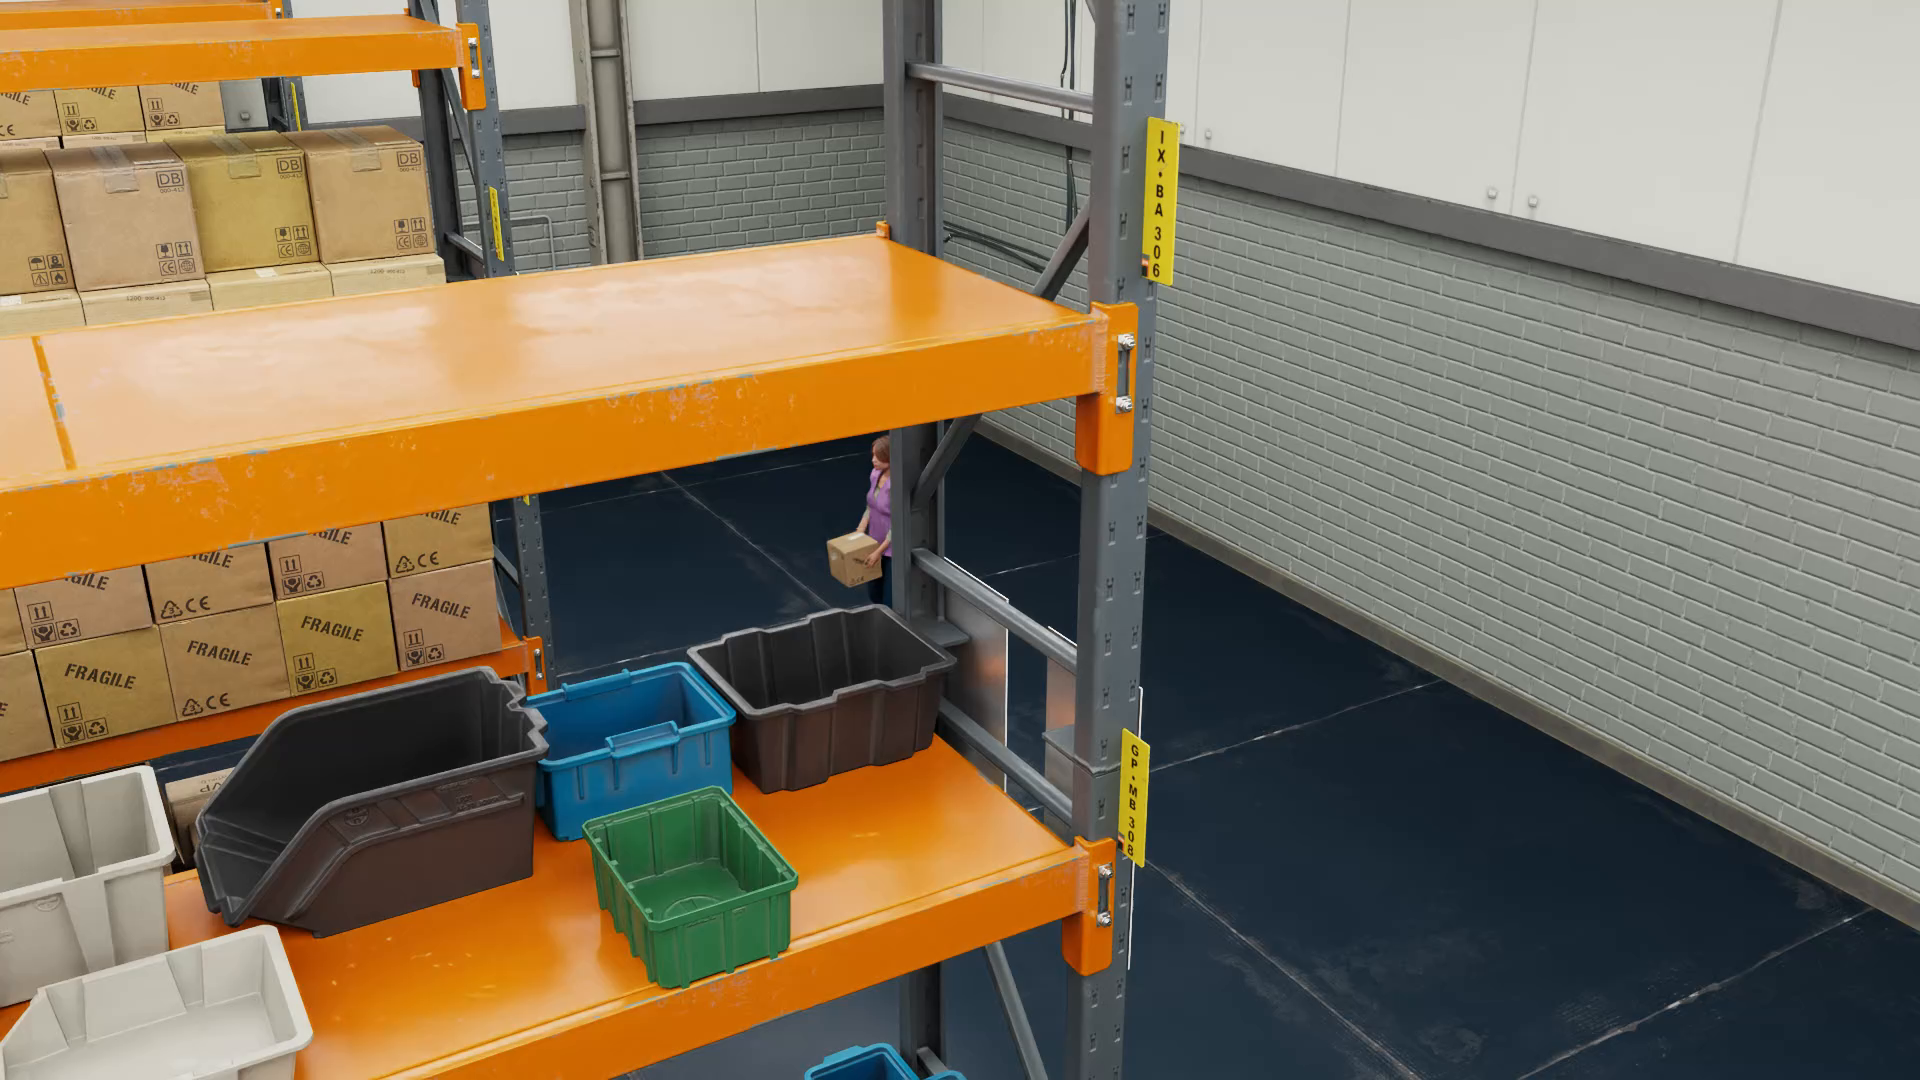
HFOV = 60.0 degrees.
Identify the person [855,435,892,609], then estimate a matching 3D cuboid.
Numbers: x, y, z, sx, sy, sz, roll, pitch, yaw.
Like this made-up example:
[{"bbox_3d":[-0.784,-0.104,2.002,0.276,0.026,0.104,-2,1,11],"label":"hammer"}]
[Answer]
[{"bbox_3d":[-0.504,0.078,10.897,0.411,1.603,0.444,-13,25,-29],"label":"person"}]
